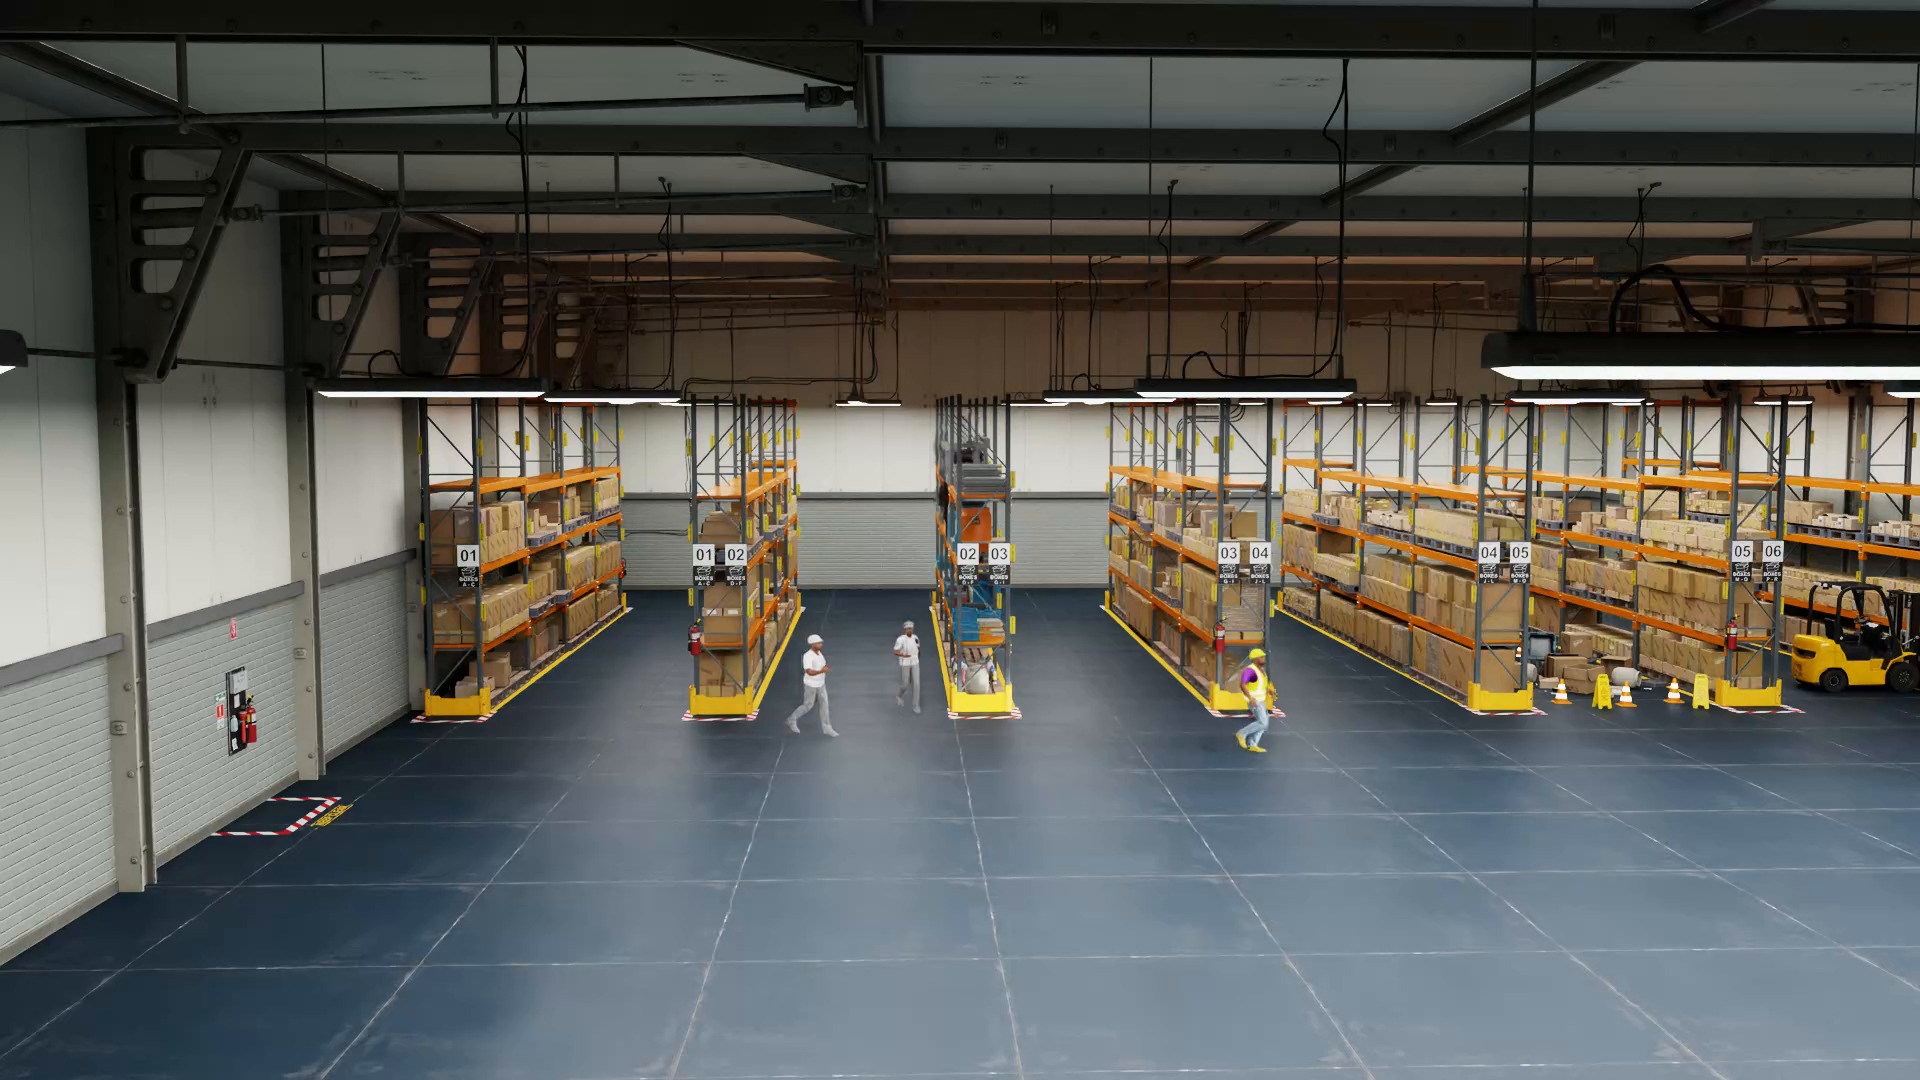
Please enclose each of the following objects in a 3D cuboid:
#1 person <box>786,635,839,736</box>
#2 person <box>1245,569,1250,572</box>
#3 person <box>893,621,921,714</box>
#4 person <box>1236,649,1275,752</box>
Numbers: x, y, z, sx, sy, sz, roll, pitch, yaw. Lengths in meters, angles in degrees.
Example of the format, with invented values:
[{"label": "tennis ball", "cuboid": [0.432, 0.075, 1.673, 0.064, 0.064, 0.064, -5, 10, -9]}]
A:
[{"label": "person", "cuboid": [-2.566, 2.527, 28.988, 0.979, 1.763, 0.695, 2, 5, 22]}, {"label": "person", "cuboid": [8.042, 1.282, 46.111, 0.641, 1.668, 0.622, 0, 5, 6]}, {"label": "person", "cuboid": [-0.991, 2.398, 31.596, 0.588, 1.736, 0.784, -2, 5, -20]}, {"label": "person", "cuboid": [4.933, 2.675, 27.784, 0.577, 1.732, 0.715, 2, 5, 26]}]
